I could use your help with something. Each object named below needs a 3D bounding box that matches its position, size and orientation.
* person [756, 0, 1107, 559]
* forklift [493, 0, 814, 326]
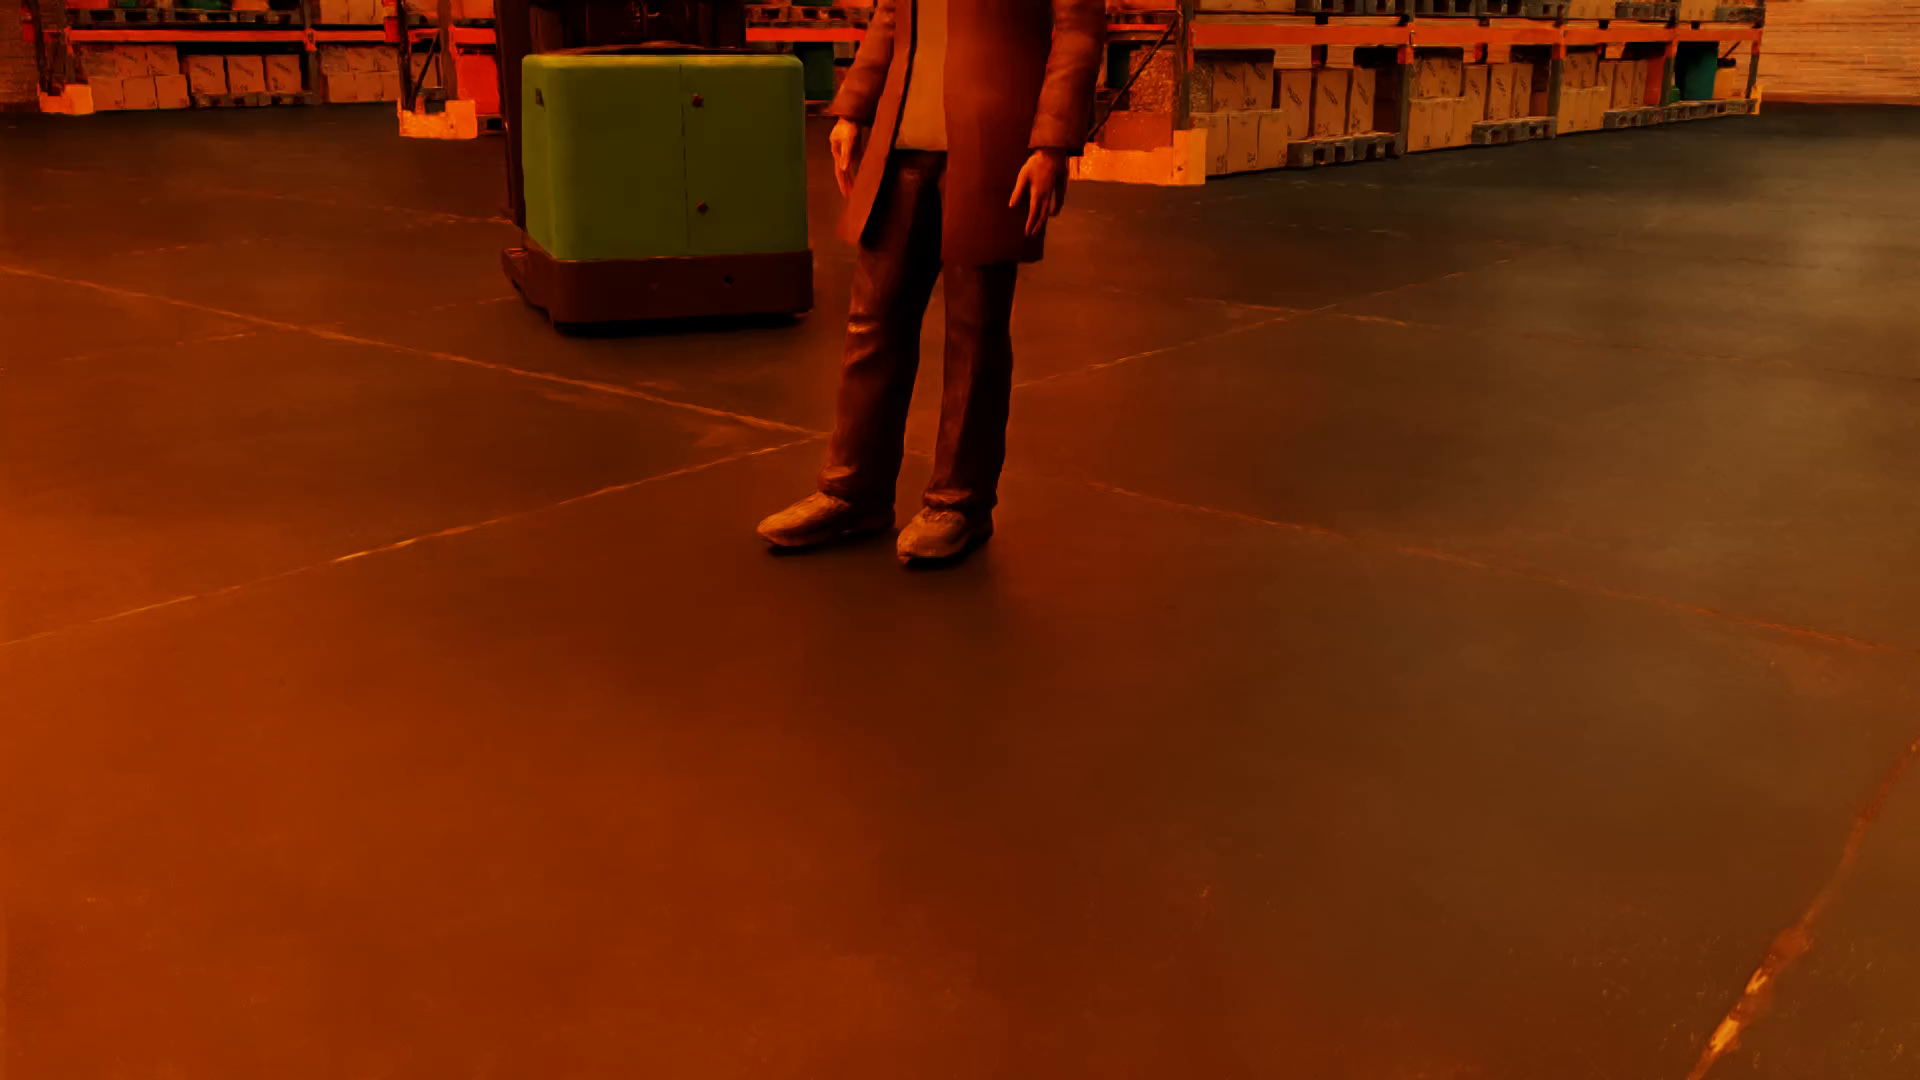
[{"bbox_3d":[-0.062,-0.832,3.619,0.694,1.764,0.580,13,21,37],"label":"person"},{"bbox_3d":[-1.590,-2.638,7.586,1.130,2.935,3.031,-6,18,-19],"label":"forklift"}]
